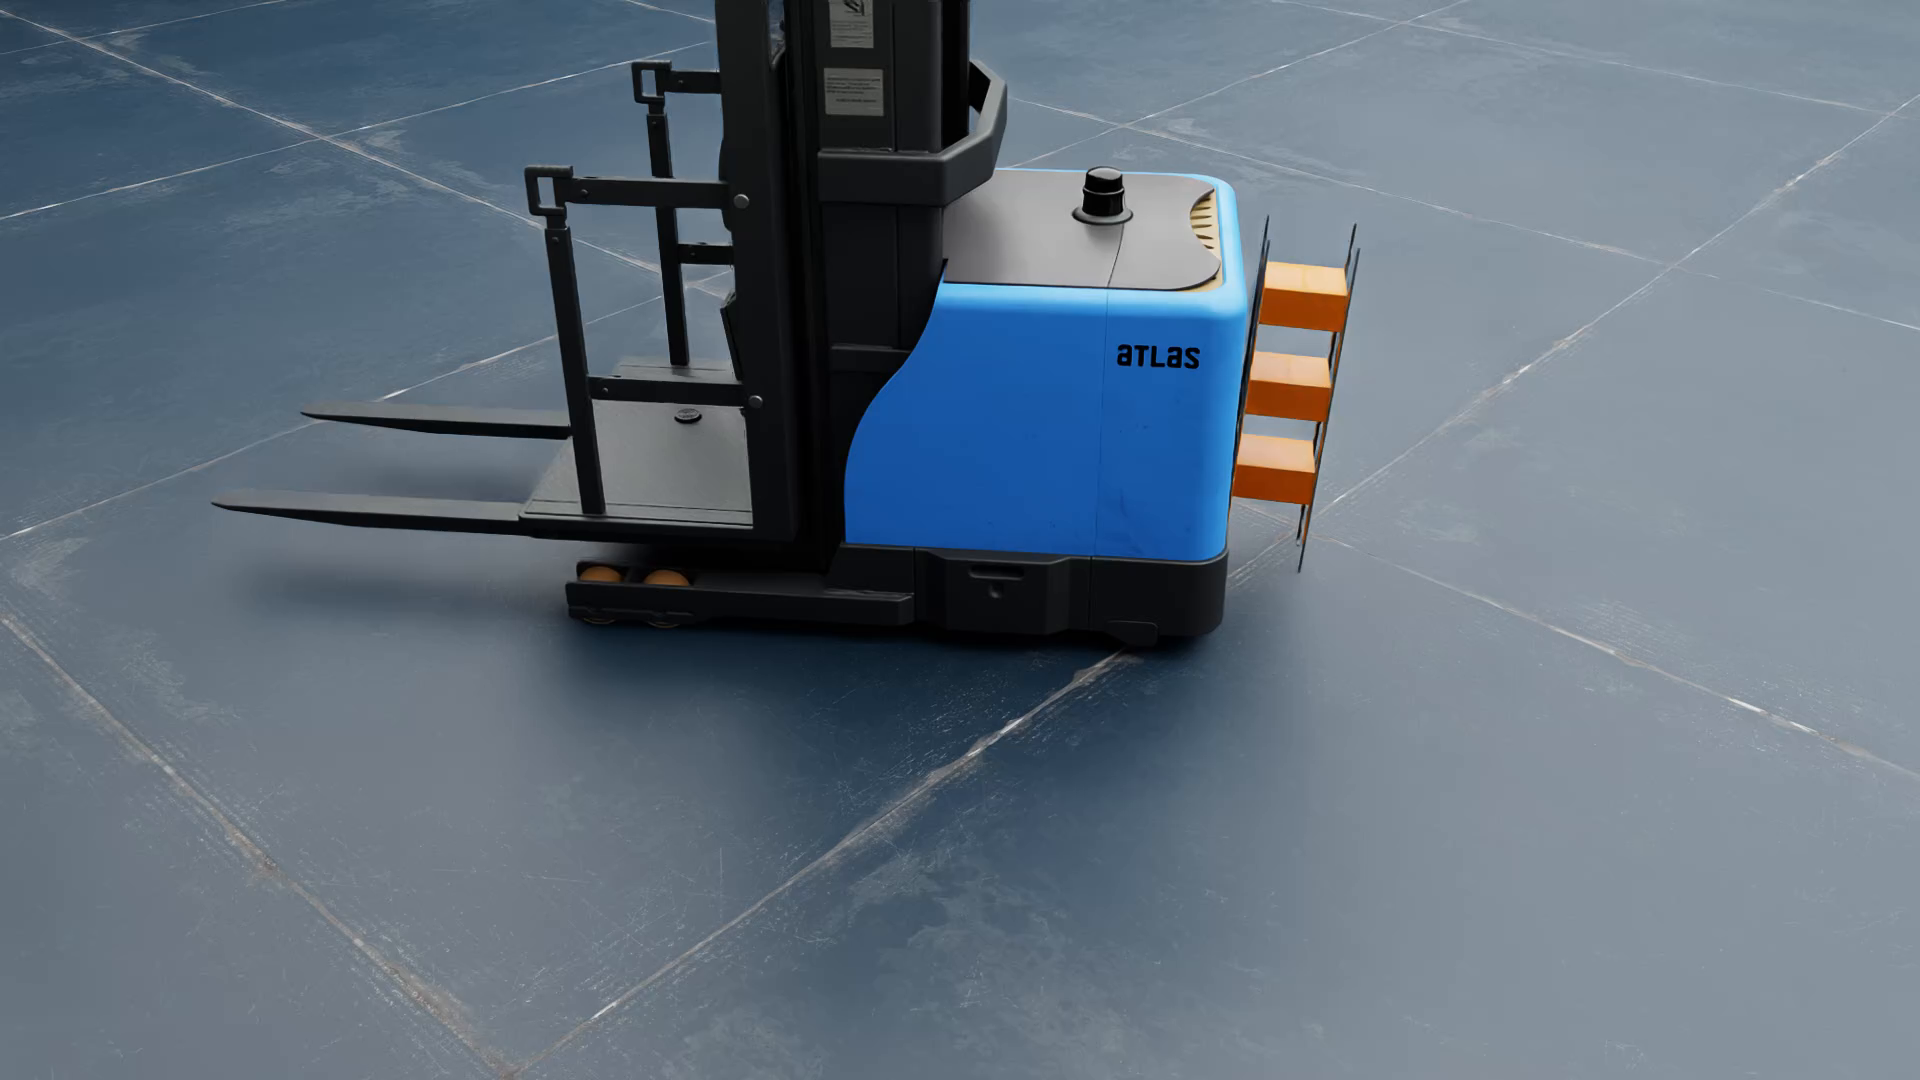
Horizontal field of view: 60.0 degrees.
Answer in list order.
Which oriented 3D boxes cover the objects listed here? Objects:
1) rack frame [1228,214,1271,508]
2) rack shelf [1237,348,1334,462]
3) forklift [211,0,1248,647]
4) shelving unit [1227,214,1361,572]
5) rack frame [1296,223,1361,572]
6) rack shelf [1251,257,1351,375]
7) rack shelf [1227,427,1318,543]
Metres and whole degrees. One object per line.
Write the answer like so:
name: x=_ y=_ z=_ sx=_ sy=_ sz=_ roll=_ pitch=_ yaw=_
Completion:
rack frame: x=0.837 y=-0.428 z=4.920 sx=0.008 sy=1.050 sz=0.200 roll=7 pitch=32 yaw=6
rack shelf: x=0.957 y=-0.405 z=4.914 sx=0.240 sy=0.259 sz=0.215 roll=7 pitch=32 yaw=6
forklift: x=-0.717 y=-1.267 z=4.513 sx=3.031 sy=2.935 sz=1.130 roll=3 pitch=31 yaw=5
shelving unit: x=0.958 y=-0.414 z=4.908 sx=0.252 sy=1.050 sz=0.215 roll=7 pitch=32 yaw=6
rack frame: x=1.078 y=-0.400 z=4.897 sx=0.008 sy=1.050 sz=0.200 roll=7 pitch=32 yaw=6
rack shelf: x=0.971 y=-0.647 z=4.766 sx=0.240 sy=0.259 sz=0.215 roll=7 pitch=32 yaw=6
rack shelf: x=0.943 y=-0.168 z=5.059 sx=0.240 sy=0.259 sz=0.215 roll=7 pitch=32 yaw=6
